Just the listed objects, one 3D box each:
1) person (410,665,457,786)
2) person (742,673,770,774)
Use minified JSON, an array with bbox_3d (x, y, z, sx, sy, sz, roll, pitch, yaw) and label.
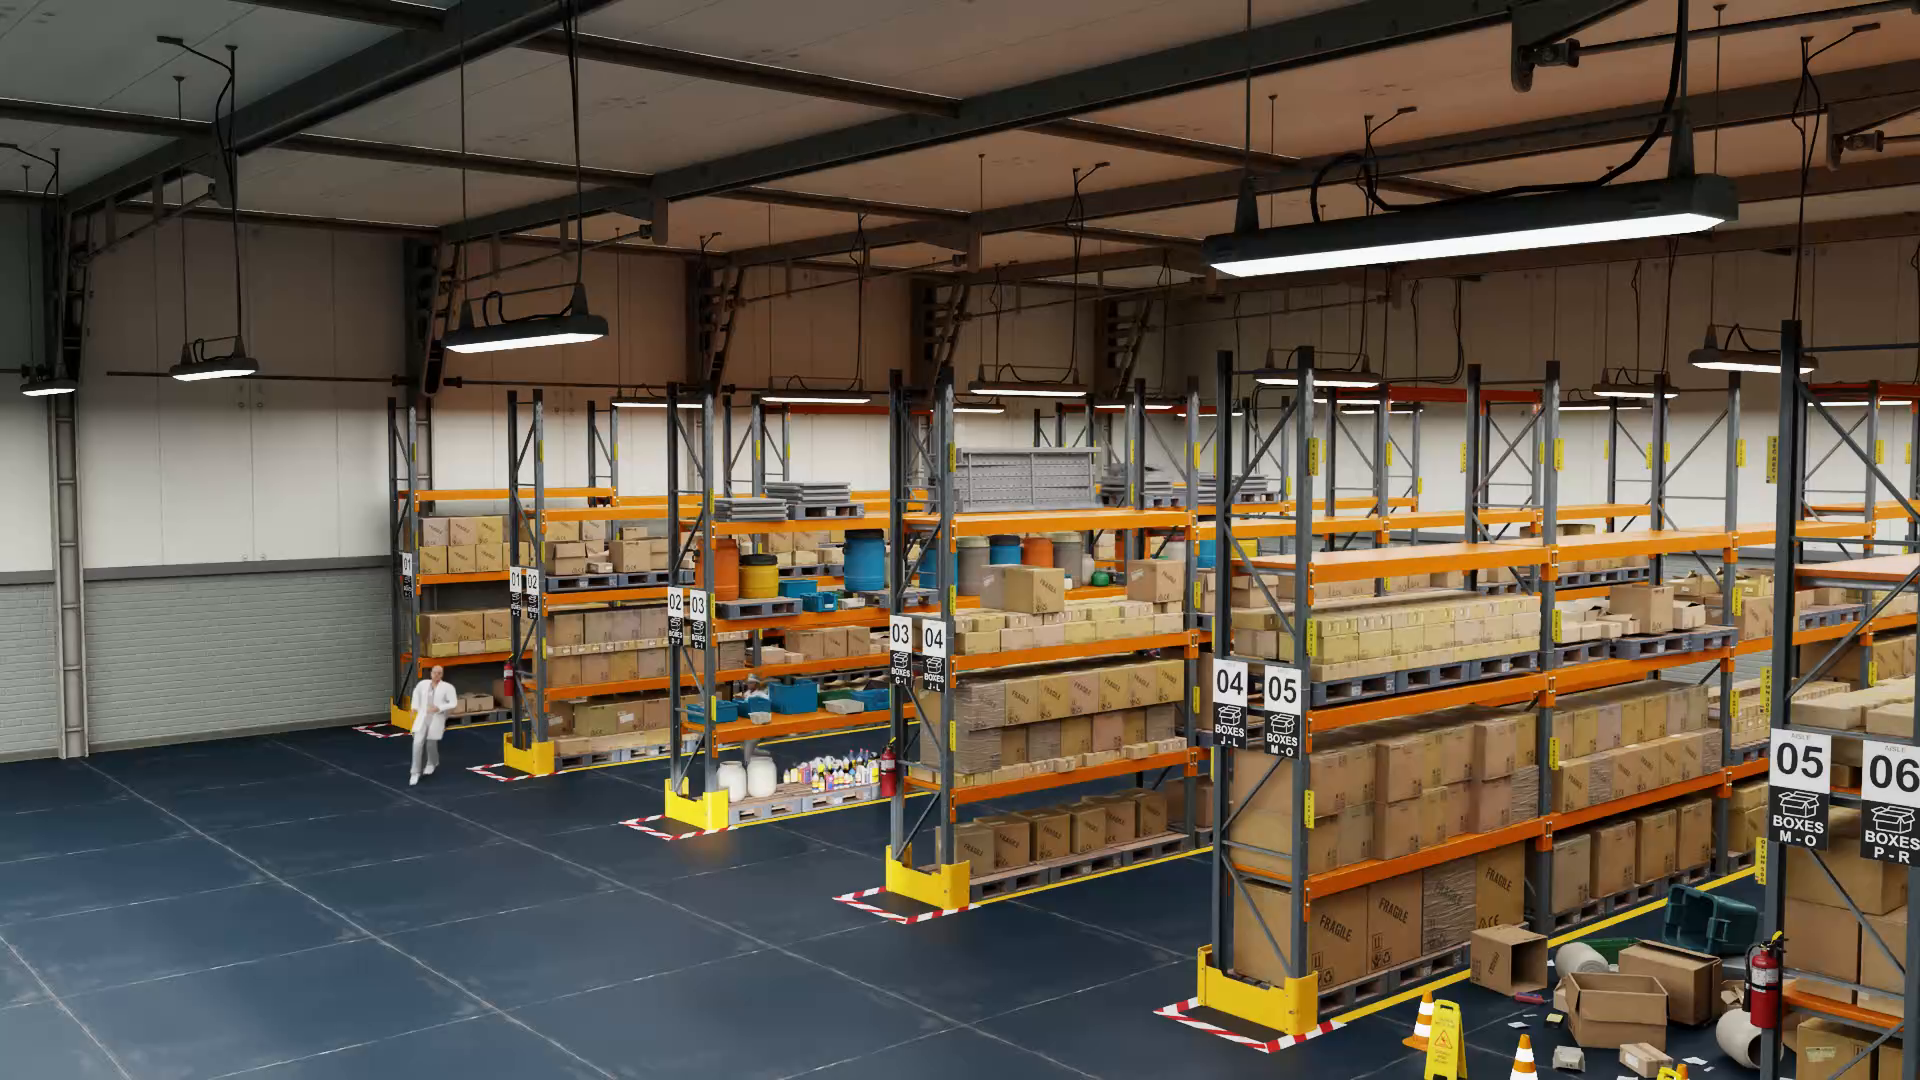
[{"bbox_3d":[-8.068,2.795,25.479,0.737,1.762,1.009,0,3,-2],"label":"person"},{"bbox_3d":[-3.116,2.862,25.422,0.577,1.680,0.711,3,4,38],"label":"person"}]
